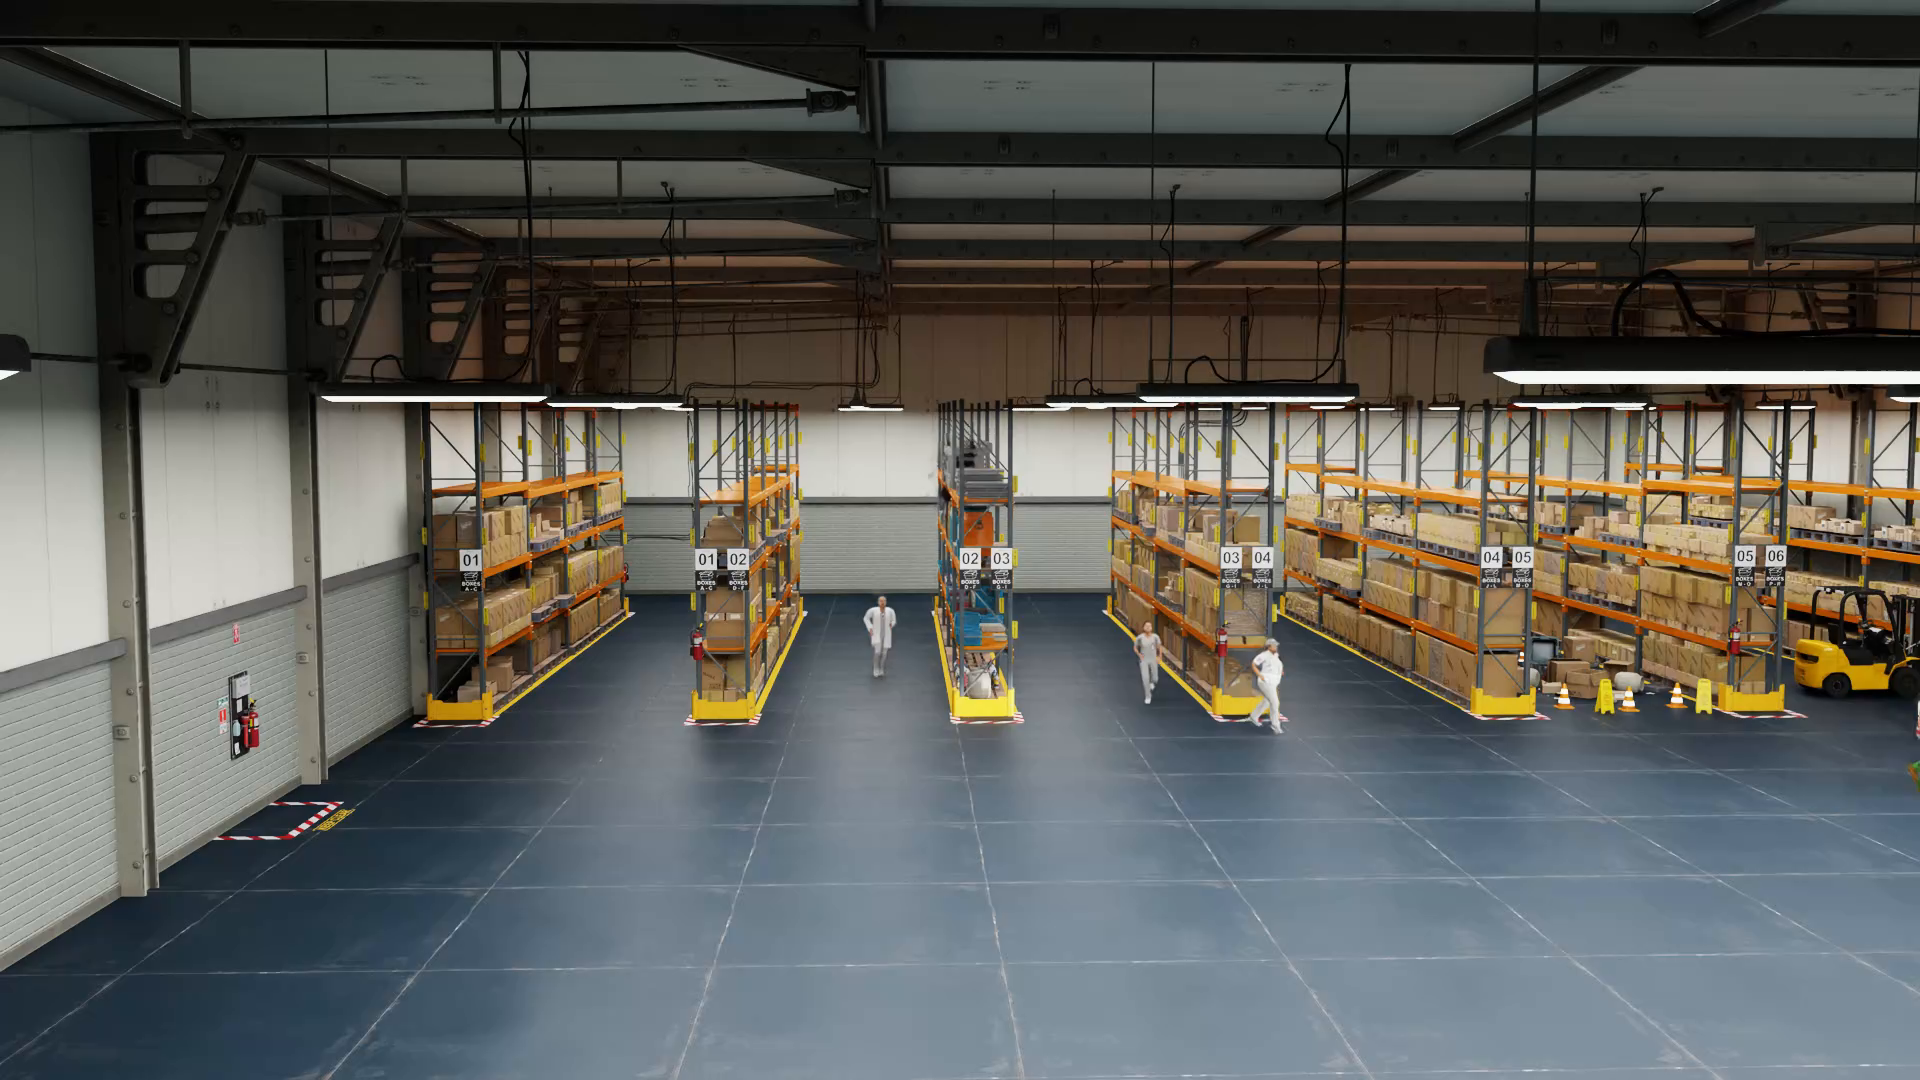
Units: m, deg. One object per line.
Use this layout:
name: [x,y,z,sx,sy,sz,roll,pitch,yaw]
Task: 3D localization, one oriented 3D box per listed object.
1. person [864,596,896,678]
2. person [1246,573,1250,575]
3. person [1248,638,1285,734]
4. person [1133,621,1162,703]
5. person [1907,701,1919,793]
person: [-1.706,2.107,36.096,0.680,1.777,0.745,-1,4,-14]
person: [8.063,1.238,47.662,0.778,1.716,0.563,4,6,42]
person: [5.548,2.619,30.008,0.799,1.709,0.617,4,6,39]
person: [3.743,2.410,33.154,0.580,1.616,0.639,0,4,0]
person: [14.576,2.955,24.983,0.609,1.745,0.701,4,6,42]
